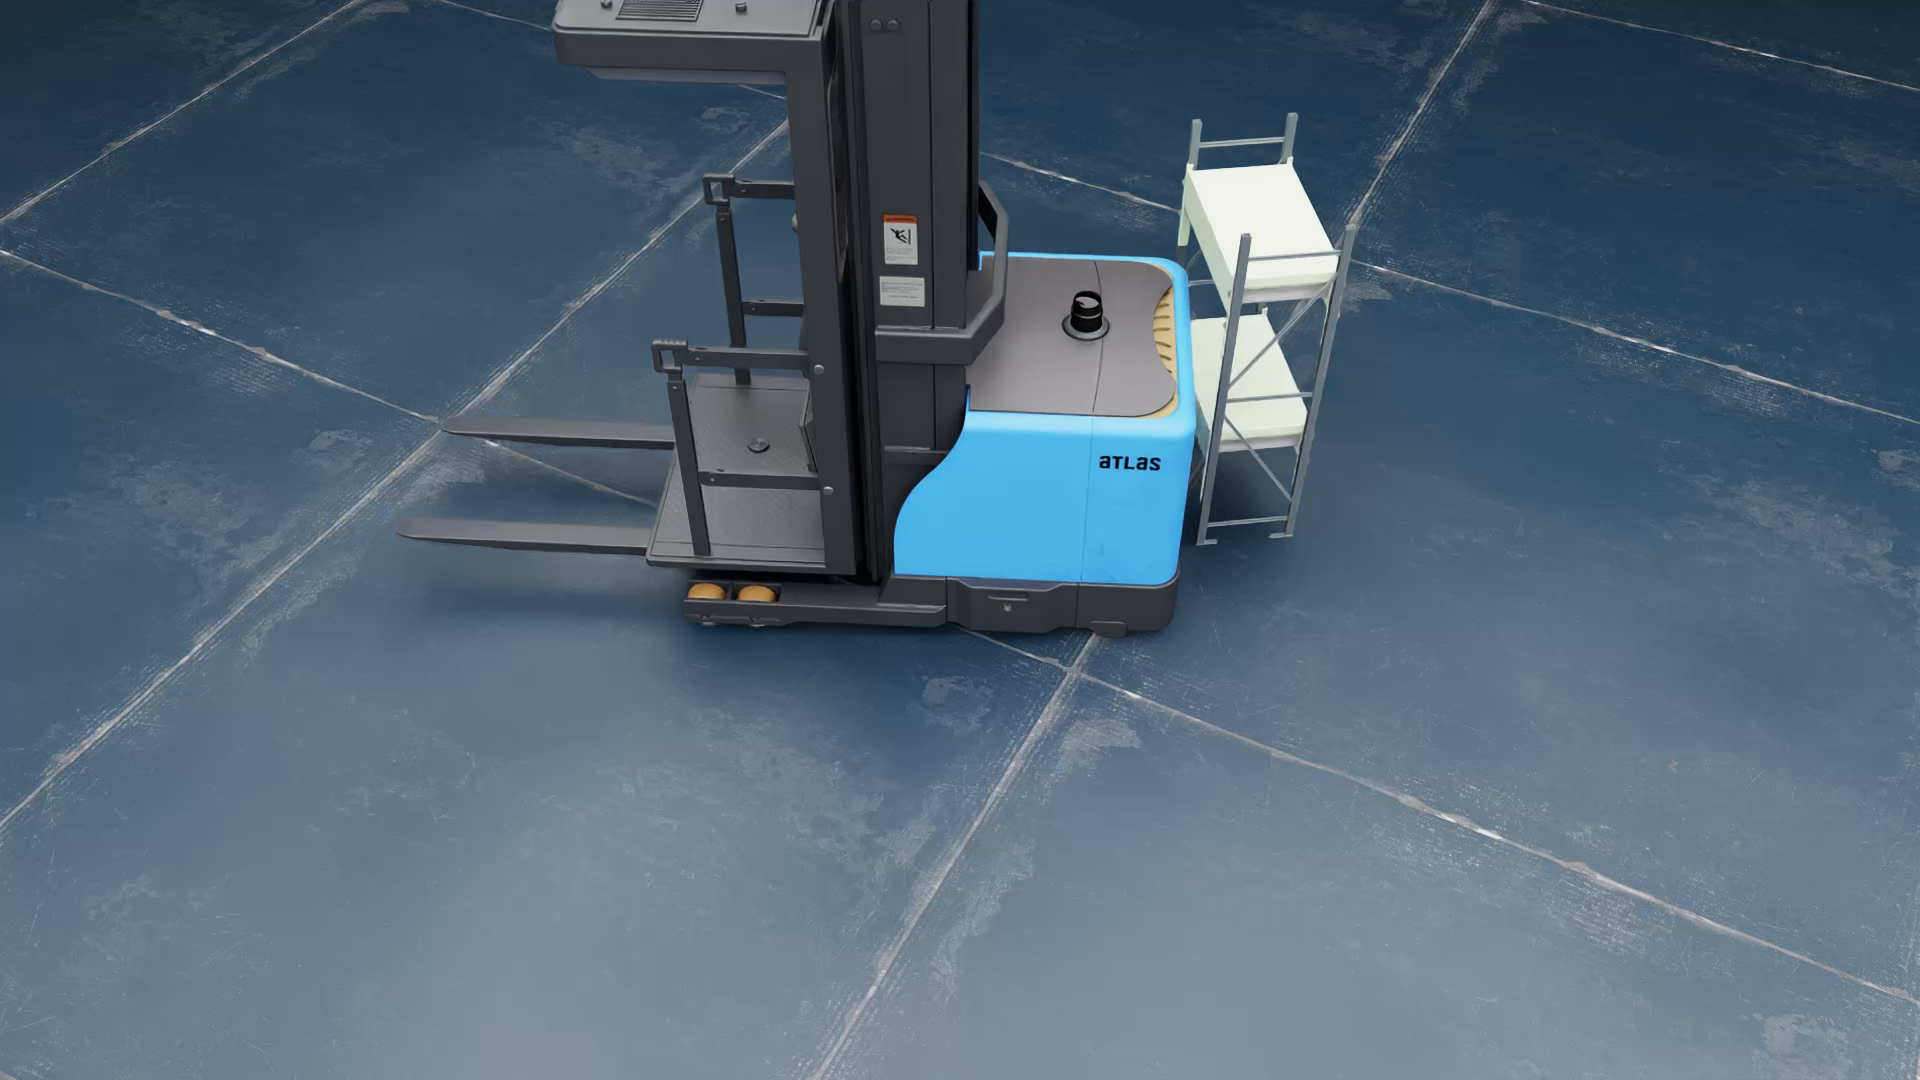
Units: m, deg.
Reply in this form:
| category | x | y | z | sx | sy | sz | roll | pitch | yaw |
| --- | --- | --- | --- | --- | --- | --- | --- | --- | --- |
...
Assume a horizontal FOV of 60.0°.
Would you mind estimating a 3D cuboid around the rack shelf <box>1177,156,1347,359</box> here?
| category | x | y | z | sx | sy | sz | roll | pitch | yaw |
| --- | --- | --- | --- | --- | --- | --- | --- | --- | --- |
| rack shelf | 1.108 | -1.062 | 6.194 | 0.431 | 0.370 | 0.720 | -5 | 46 | -6 |

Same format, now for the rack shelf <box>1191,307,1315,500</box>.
| category | x | y | z | sx | sy | sz | roll | pitch | yaw |
| --- | --- | --- | --- | --- | --- | --- | --- | --- | --- |
| rack shelf | 1.105 | -0.558 | 6.704 | 0.431 | 0.370 | 0.720 | -5 | 46 | -6 |

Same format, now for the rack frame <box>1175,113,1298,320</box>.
| category | x | y | z | sx | sy | sz | roll | pitch | yaw |
| --- | --- | --- | --- | --- | --- | --- | --- | --- | --- |
| rack frame | 1.058 | -1.045 | 6.727 | 0.400 | 1.500 | 0.023 | -5 | 46 | -6 |

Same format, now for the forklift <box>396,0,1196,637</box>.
| category | x | y | z | sx | sy | sz | roll | pitch | yaw |
| --- | --- | --- | --- | --- | --- | --- | --- | --- | --- |
| forklift | -0.663 | -1.070 | 5.746 | 3.031 | 2.935 | 1.130 | 3 | 45 | 3 |

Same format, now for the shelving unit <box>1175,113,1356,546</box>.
| category | x | y | z | sx | sy | sz | roll | pitch | yaw |
| --- | --- | --- | --- | --- | --- | --- | --- | --- | --- |
| shelving unit | 1.107 | -0.787 | 6.472 | 0.431 | 1.500 | 0.755 | -5 | 46 | -6 |

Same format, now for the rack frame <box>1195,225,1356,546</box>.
| category | x | y | z | sx | sy | sz | roll | pitch | yaw |
| --- | --- | --- | --- | --- | --- | --- | --- | --- | --- |
| rack frame | 1.155 | -0.529 | 6.217 | 0.400 | 1.500 | 0.023 | -5 | 46 | -6 |
